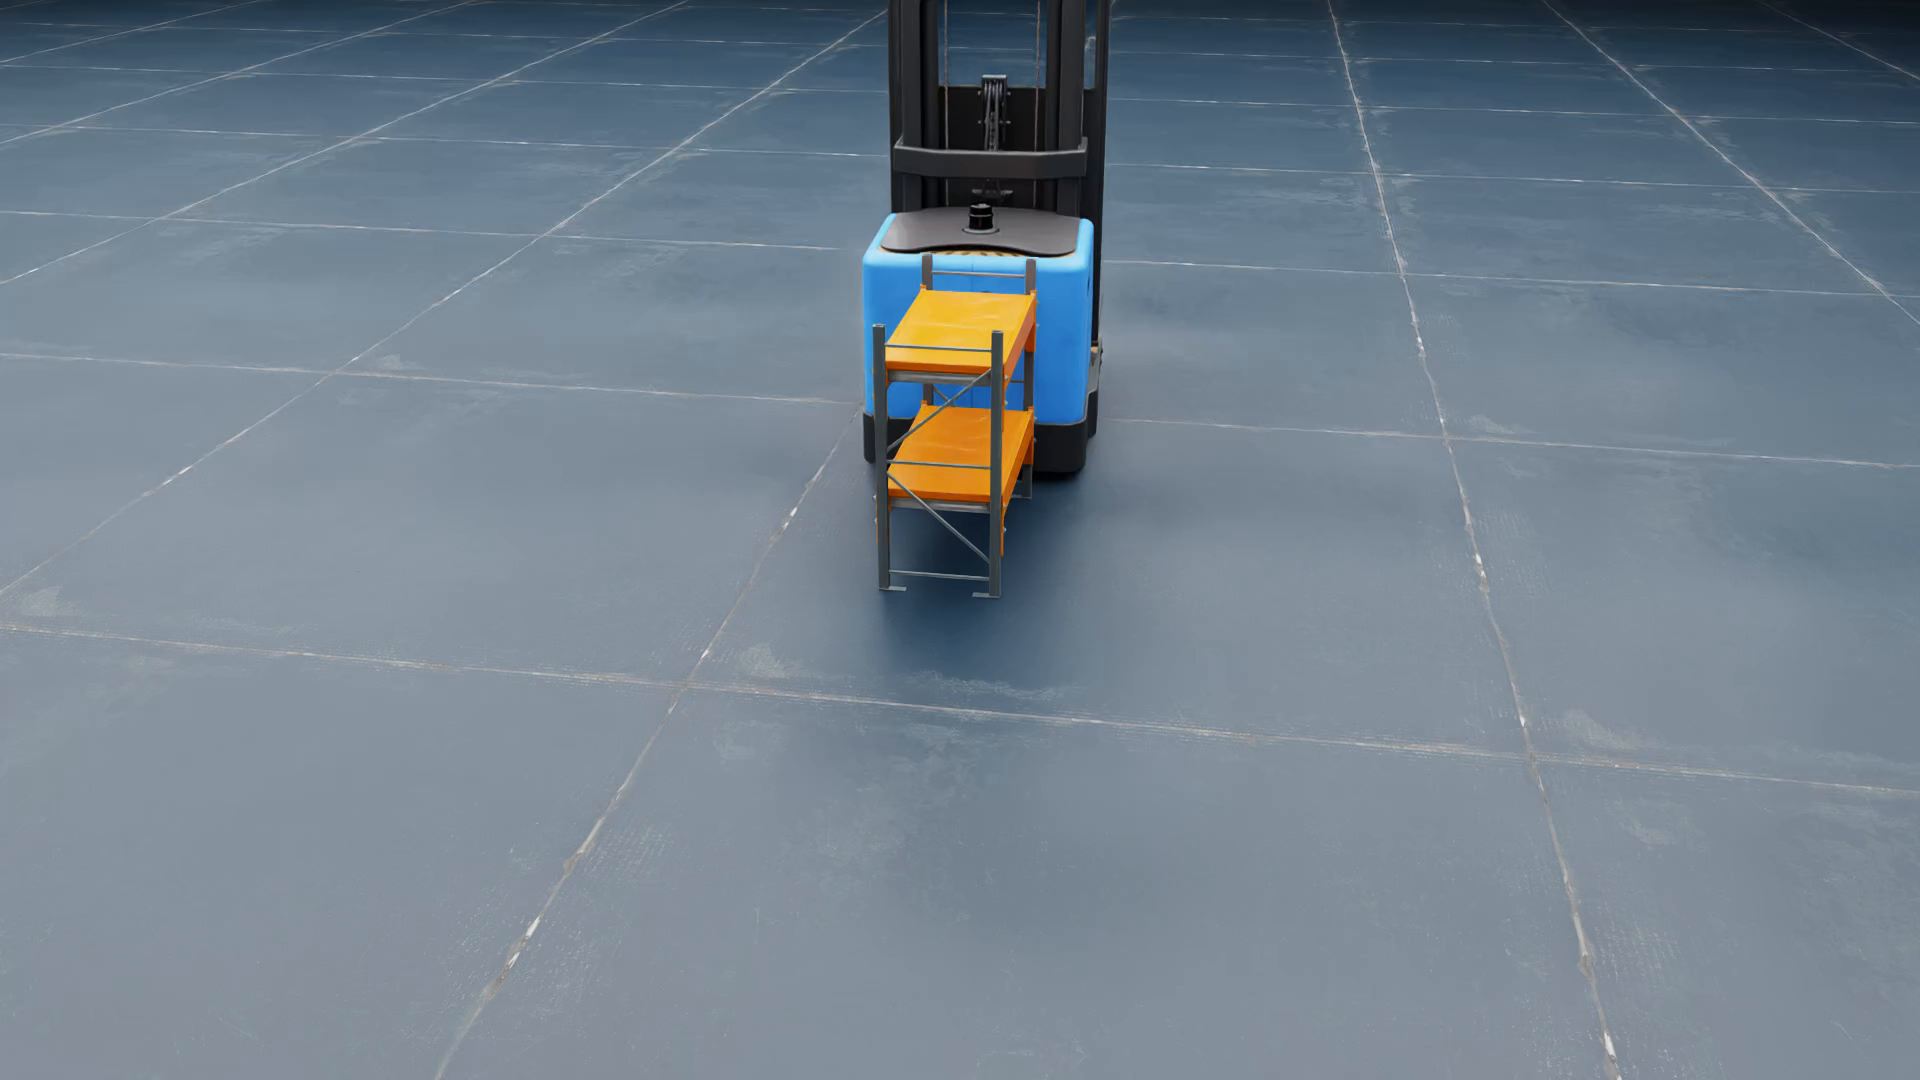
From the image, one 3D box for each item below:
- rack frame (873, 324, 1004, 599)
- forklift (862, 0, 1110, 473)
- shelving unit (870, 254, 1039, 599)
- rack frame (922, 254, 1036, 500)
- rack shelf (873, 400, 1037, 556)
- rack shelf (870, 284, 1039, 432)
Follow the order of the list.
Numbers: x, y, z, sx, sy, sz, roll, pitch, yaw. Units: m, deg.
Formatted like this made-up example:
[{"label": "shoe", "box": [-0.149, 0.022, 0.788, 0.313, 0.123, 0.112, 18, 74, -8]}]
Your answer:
[{"label": "rack frame", "box": [-0.084, -0.294, 6.551, 0.500, 1.125, 0.032, 4, 25, 9]}, {"label": "forklift", "box": [0.216, -2.233, 8.563, 1.130, 2.935, 3.031, 3, 25, 6]}, {"label": "shelving unit", "box": [-0.001, -0.507, 7.005, 0.538, 1.125, 1.048, 4, 25, 9]}, {"label": "rack frame", "box": [0.082, -0.719, 7.460, 0.500, 1.125, 0.032, 4, 25, 9]}, {"label": "rack shelf", "box": [-0.001, -0.285, 7.109, 0.538, 0.278, 1.000, 4, 25, 9]}, {"label": "rack shelf", "box": [-0.001, -0.772, 6.881, 0.538, 0.278, 1.000, 4, 25, 9]}]
